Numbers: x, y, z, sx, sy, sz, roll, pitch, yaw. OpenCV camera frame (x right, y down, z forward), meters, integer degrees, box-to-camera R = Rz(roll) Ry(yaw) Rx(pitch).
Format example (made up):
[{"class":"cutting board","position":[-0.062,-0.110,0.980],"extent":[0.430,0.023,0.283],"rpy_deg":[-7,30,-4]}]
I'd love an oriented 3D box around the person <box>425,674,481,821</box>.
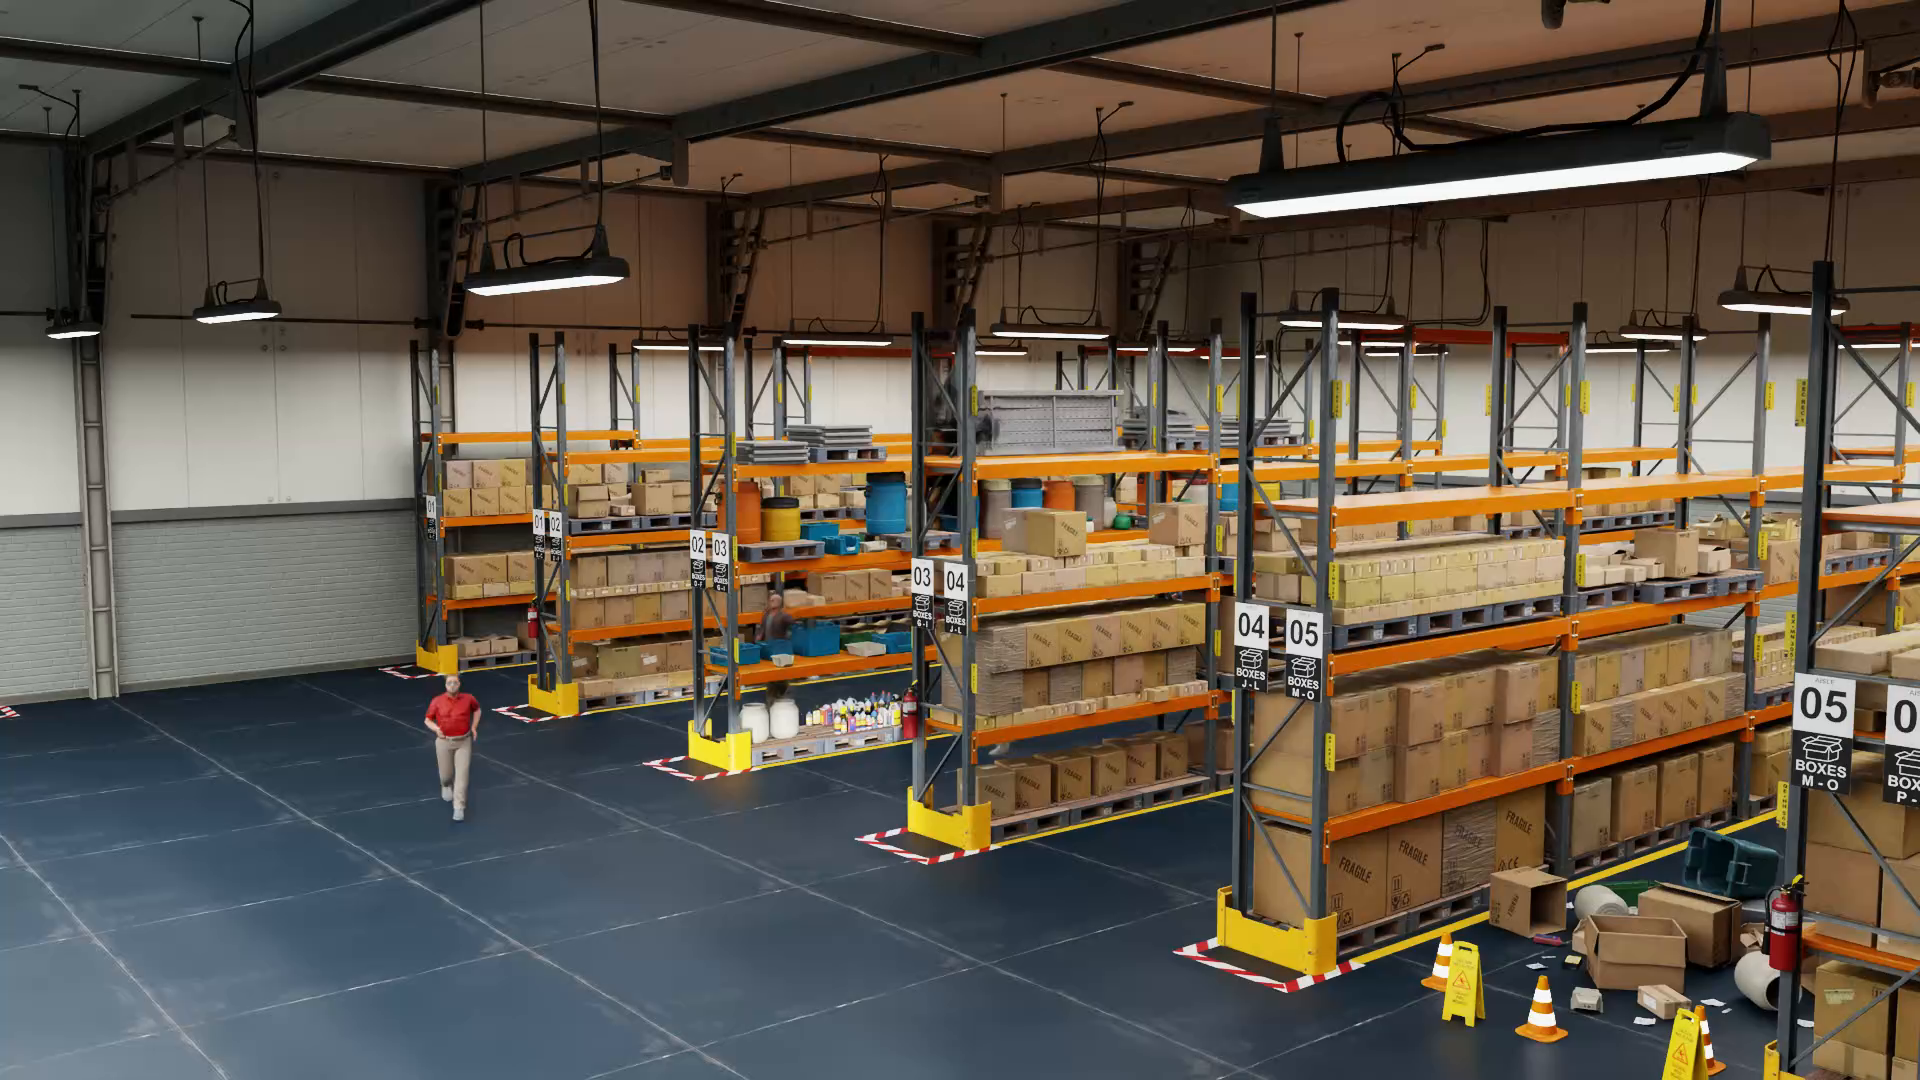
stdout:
[{"class":"person","position":[-6.067,2.457,19.968],"extent":[0.665,1.700,0.890],"rpy_deg":[-2,6,-20]}]

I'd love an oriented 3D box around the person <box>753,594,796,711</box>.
[{"class":"person","position":[-2.775,1.687,25.040],"extent":[0.709,1.755,0.687],"rpy_deg":[4,7,40]}]

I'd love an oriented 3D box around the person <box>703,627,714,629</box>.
[{"class":"person","position":[-4.565,1.533,30.275],"extent":[0.543,1.720,0.723],"rpy_deg":[5,7,42]}]

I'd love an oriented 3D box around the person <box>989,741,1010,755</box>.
[{"class":"person","position":[0.477,1.979,21.922],"extent":[0.689,1.753,0.496],"rpy_deg":[5,7,44]}]
